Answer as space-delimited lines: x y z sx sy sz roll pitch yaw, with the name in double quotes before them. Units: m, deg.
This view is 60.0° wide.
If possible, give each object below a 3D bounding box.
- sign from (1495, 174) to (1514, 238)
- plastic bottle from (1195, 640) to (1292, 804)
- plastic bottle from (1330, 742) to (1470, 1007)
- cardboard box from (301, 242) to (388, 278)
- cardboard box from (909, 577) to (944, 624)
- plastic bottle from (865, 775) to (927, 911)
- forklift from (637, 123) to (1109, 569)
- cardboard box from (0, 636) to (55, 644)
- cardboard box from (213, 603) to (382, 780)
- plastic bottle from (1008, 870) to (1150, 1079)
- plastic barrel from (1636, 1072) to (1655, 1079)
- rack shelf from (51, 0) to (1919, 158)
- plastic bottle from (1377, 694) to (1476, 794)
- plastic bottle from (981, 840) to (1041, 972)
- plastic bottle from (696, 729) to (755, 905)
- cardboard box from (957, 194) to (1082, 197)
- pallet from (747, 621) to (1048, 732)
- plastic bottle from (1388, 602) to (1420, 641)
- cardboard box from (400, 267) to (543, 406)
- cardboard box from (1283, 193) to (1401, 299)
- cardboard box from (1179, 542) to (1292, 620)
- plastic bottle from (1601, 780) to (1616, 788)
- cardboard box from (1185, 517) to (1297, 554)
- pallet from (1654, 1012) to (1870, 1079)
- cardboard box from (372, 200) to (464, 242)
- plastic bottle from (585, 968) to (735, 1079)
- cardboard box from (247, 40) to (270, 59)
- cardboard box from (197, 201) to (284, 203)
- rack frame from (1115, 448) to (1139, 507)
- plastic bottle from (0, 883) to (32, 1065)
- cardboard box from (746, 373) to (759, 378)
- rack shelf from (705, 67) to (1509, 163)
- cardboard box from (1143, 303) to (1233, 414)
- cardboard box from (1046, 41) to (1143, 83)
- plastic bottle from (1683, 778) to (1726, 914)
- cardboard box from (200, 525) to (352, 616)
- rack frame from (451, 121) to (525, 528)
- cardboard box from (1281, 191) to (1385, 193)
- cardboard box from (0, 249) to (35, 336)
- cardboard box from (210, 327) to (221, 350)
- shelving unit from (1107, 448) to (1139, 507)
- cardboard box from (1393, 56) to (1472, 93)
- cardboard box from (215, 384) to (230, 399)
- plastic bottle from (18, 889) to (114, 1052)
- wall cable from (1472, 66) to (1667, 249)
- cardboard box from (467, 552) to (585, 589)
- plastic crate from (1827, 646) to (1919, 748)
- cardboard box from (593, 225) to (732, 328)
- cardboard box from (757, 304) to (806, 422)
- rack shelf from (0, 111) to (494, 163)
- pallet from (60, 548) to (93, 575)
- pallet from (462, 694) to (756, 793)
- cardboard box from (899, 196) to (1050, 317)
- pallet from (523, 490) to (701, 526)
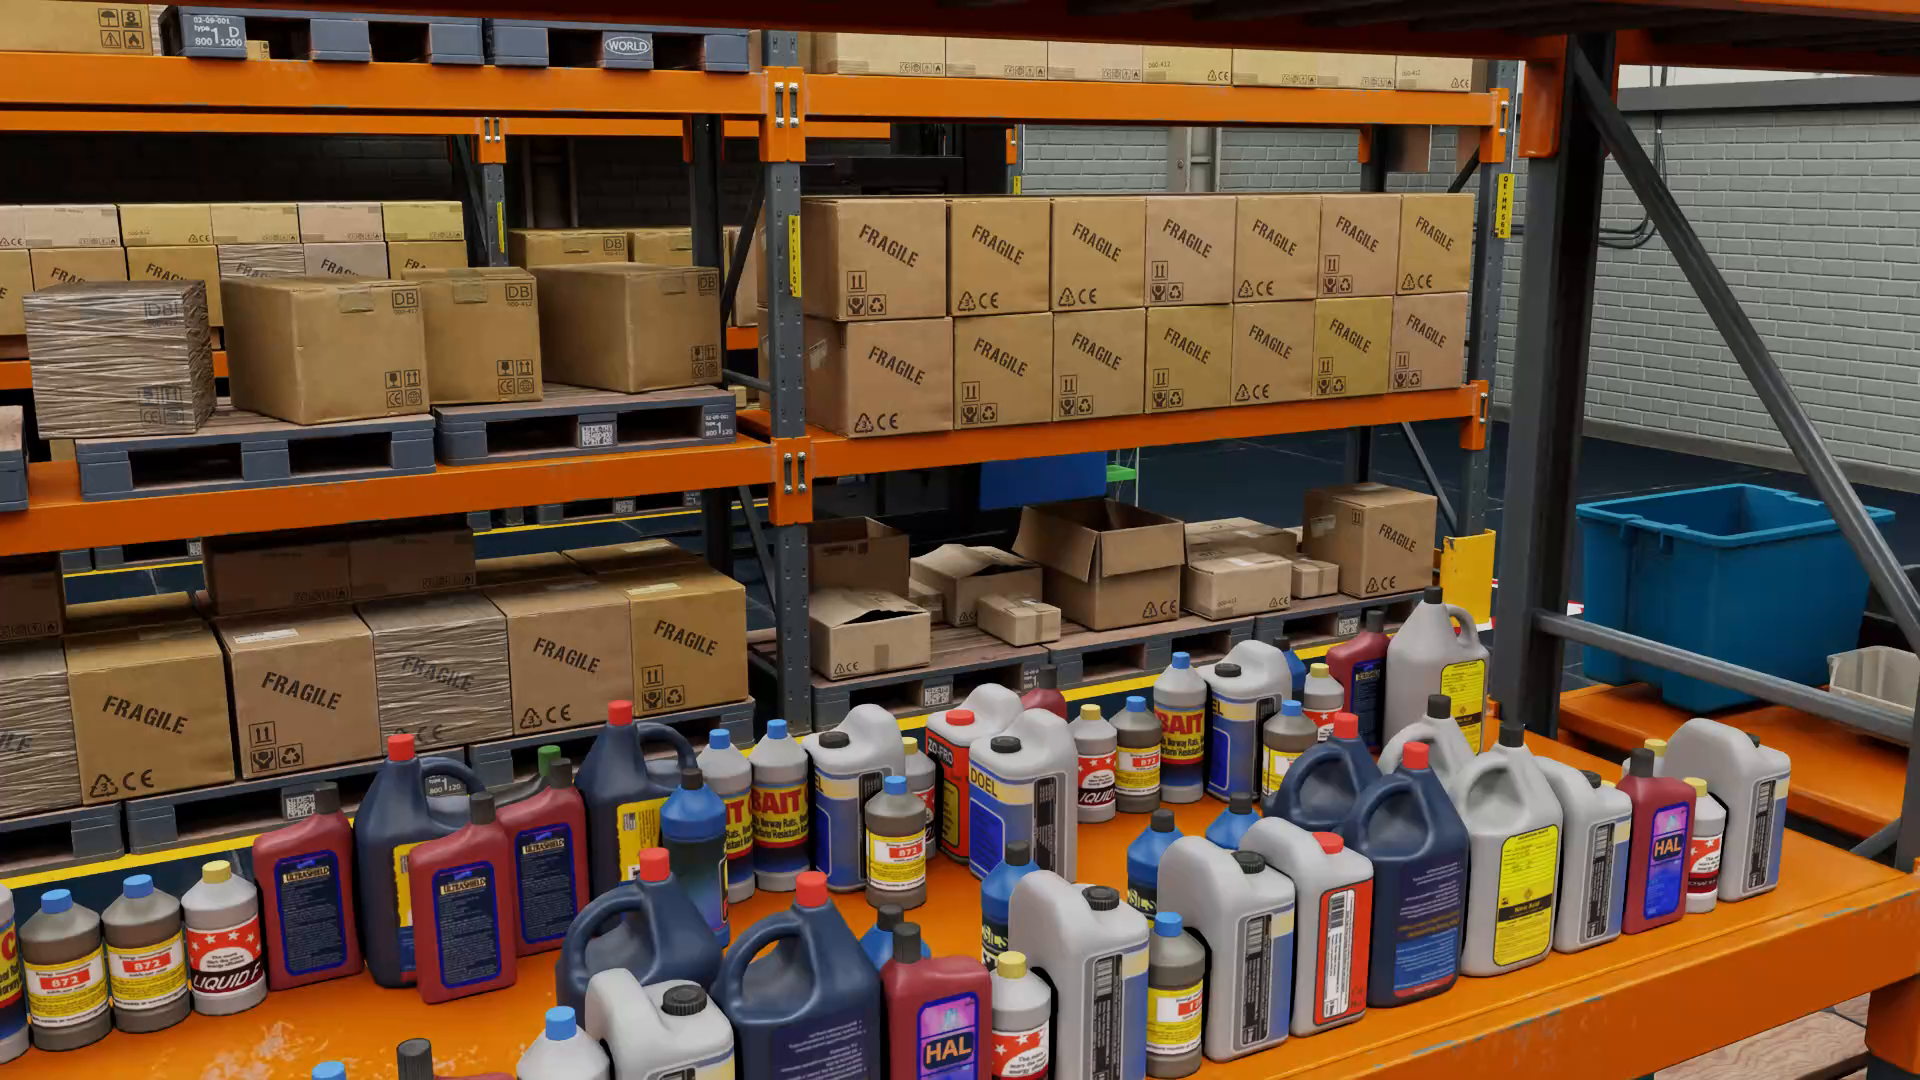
"sign" 2.817 -1.729 8.602 0.005 0.325 0.100 -7 14 -28
"plastic bottle" 0.518 0.331 3.088 0.135 0.276 0.152 -7 14 -28
"plastic bottle" 0.615 0.460 2.344 0.185 0.351 0.144 -7 14 -28
"cardboard box" -4.047 -1.703 10.894 0.500 0.500 0.500 -7 14 -27
"cardboard box" -0.278 0.313 8.379 0.250 0.149 0.380 -7 14 -28
"plastic bottle" -0.101 0.473 2.628 0.097 0.201 0.097 0 13 0
"forklift" -0.529 -1.357 10.463 3.031 2.935 1.130 -8 15 -31
"cardboard box" -3.745 0.584 6.373 0.500 0.500 0.500 -6 14 -26
"cardboard box" -2.562 0.571 6.431 0.500 0.500 0.500 -7 15 -30
"plastic bottle" 0.152 0.551 2.110 0.135 0.276 0.152 -7 14 -28
"plastic barrel" 0.942 1.130 3.080 0.708 0.901 0.600 -7 14 -28
"rack shelf" -0.328 -0.645 1.950 4.000 0.370 1.077 -7 14 -28
"plastic bottle" 0.709 0.413 2.554 0.185 0.351 0.144 -7 14 -28
"plastic bottle" 0.076 0.532 2.209 0.097 0.271 0.097 0 13 0
"plastic bottle" -0.378 0.434 2.642 0.097 0.271 0.097 0 13 0
"cardboard box" 0.268 -1.445 8.193 0.500 0.500 0.500 -7 14 -27
"pallet" -0.339 0.590 8.005 1.213 0.211 1.003 -7 14 -28
"plastic bottle" 0.901 0.270 3.342 0.133 0.283 0.061 -7 14 -28
"cardboard box" -2.039 -0.860 6.916 0.500 0.500 0.700 -4 13 -19
"cardboard box" 1.867 -1.502 8.447 0.500 0.500 0.500 -6 14 -26
"cardboard box" 1.361 0.207 8.619 0.500 0.250 0.500 -7 14 -28
"plastic bottle" 1.002 0.477 2.608 0.097 0.201 0.097 0 13 0
"cardboard box" 1.516 0.063 9.257 0.500 0.250 0.500 -7 14 -28
"pallet" 2.054 1.533 3.818 1.213 0.211 1.003 -7 14 -28
"cardboard box" -3.607 -2.123 11.053 0.500 0.250 0.500 -6 14 -26
"plastic bottle" -0.331 0.609 1.853 0.135 0.276 0.152 -7 14 -28
"cardboard box" -4.602 -3.237 10.597 0.500 0.500 0.700 -7 15 -29
"cardboard box" -4.741 -2.114 11.010 0.500 0.250 0.500 -7 15 -30
"rack frame" 1.182 -0.750 11.710 0.015 1.200 0.240 -8 15 -31
"plastic bottle" -1.278 0.542 2.162 0.097 0.271 0.097 0 13 0
"cardboard box" -1.473 -1.200 12.868 0.250 0.149 0.380 -7 14 -27
"rack shelf" 0.813 -2.021 8.063 4.000 0.370 1.077 -7 14 -28
"cardboard box" 0.969 -0.908 8.086 0.500 0.500 0.500 -7 14 -29
"cardboard box" 0.483 -2.196 7.544 0.500 0.250 0.500 -7 14 -28
"plastic bottle" 1.148 0.475 2.618 0.097 0.201 0.097 0 13 0
"cardboard box" -2.802 0.103 6.803 0.500 0.250 0.500 -7 15 -29
"rack frame" -3.319 -1.652 11.619 0.127 3.000 1.000 -7 14 -28
"cardboard box" 2.053 -1.659 9.146 0.500 0.500 0.500 -6 14 -26
"cardboard box" -5.817 -1.490 9.948 0.500 0.500 0.500 -6 14 -26
"cardboard box" -4.855 -1.298 10.573 0.250 0.149 0.380 -6 14 -26
"shelving unit" 0.975 -0.722 11.583 0.503 1.200 0.258 -8 15 -31
"cardboard box" 2.244 -2.404 8.470 0.500 0.250 0.500 -7 14 -28
"cardboard box" -4.606 -0.621 10.976 0.750 0.750 0.750 -6 14 -26
"plastic bottle" -1.193 0.566 2.215 0.097 0.201 0.097 0 13 0
"wall cable" 5.327 -4.011 15.509 0.112 2.526 3.097 -7 14 -28
"cardboard box" -1.947 0.369 7.328 0.500 0.500 0.500 -7 14 -27
"plastic crate" 1.905 0.335 3.253 0.243 0.136 0.396 -7 14 -28
"cardboard box" -2.192 -1.928 12.162 0.700 0.700 0.980 -7 15 -29
"cardboard box" -0.627 -0.849 7.821 0.500 0.500 0.500 -7 14 -27
"rack shelf" -5.075 -2.554 10.434 4.000 0.370 1.077 -7 14 -28
"pallet" -6.102 0.061 10.359 1.213 0.211 1.003 -7 14 -28
"pallet" -1.638 0.755 7.272 1.213 0.211 1.003 -7 14 -28
"cardboard box" 0.059 -1.284 7.479 0.500 0.500 0.500 -7 15 -30
"pallet" -2.614 -0.357 12.213 1.213 0.211 1.003 -7 14 -28
